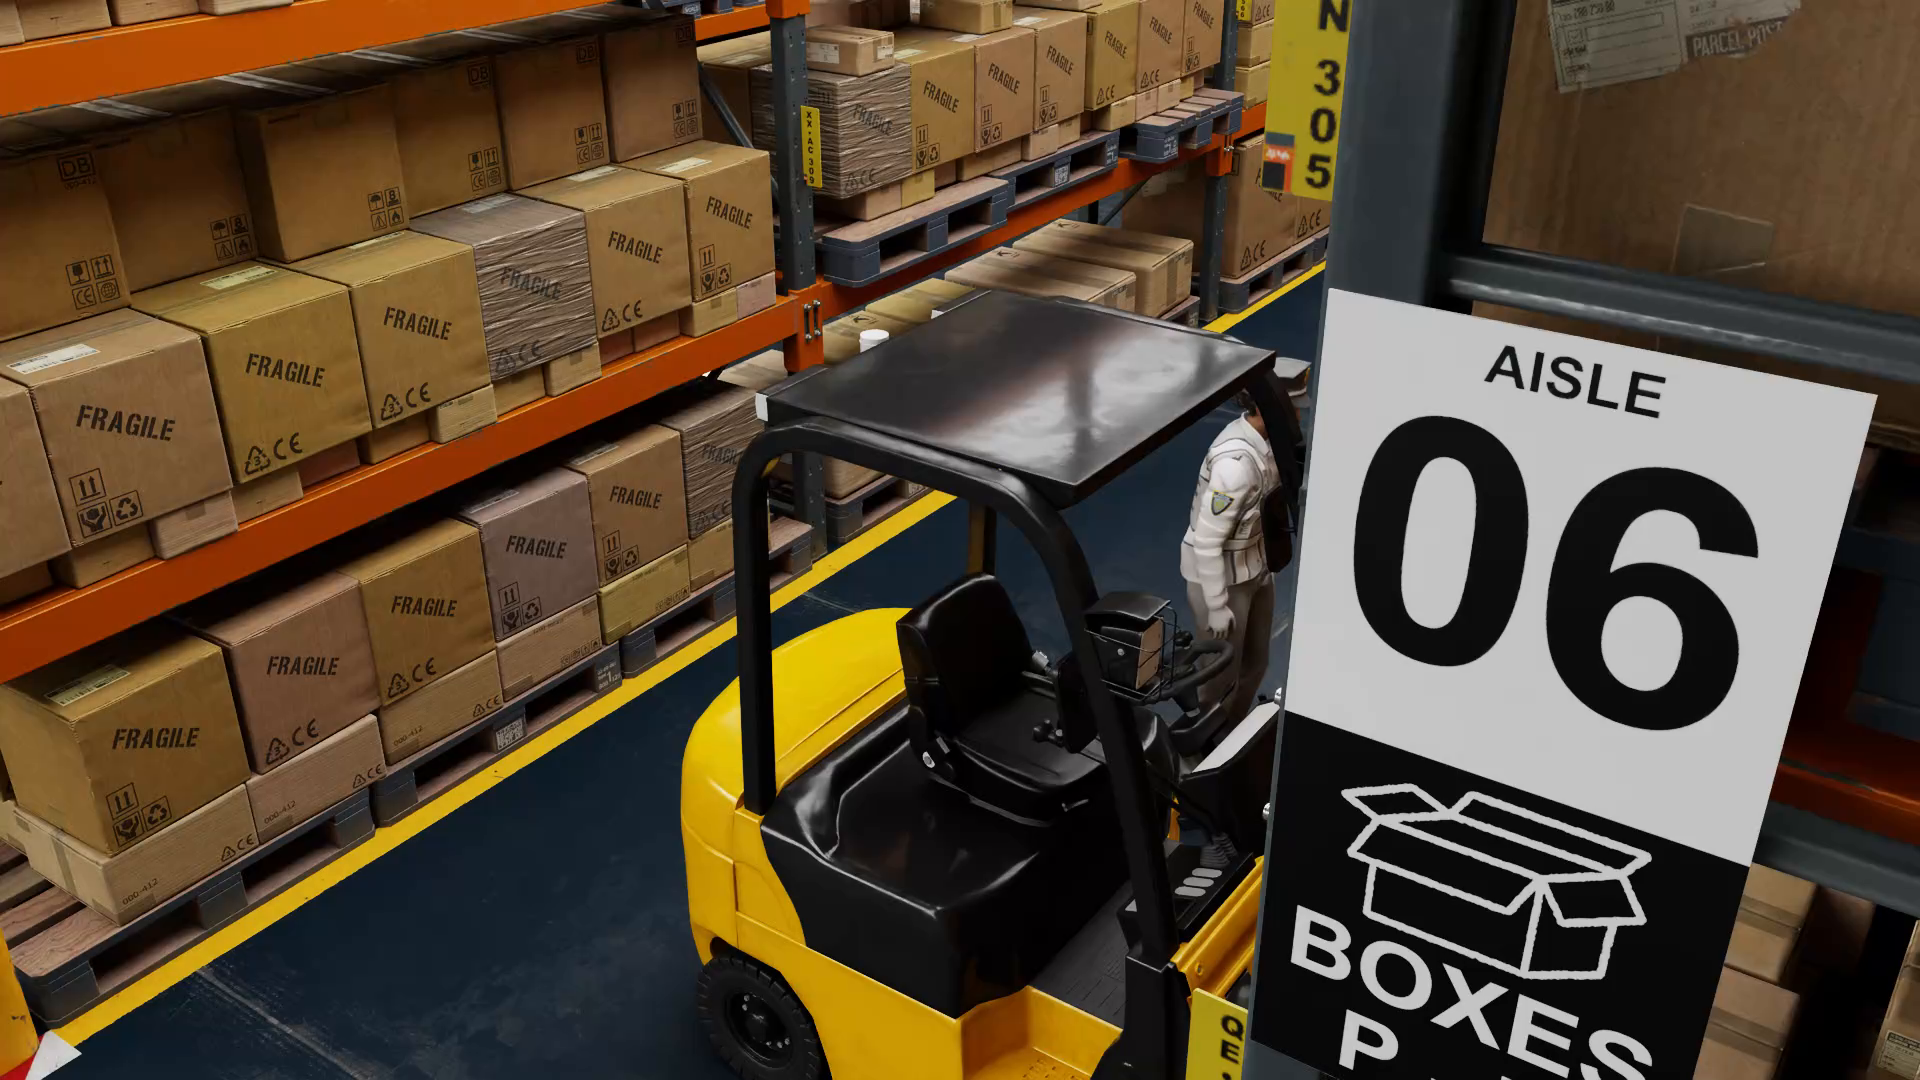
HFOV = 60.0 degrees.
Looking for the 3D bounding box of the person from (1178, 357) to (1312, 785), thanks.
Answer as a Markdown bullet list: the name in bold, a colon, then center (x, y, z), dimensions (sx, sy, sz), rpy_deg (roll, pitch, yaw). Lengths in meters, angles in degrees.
- **person**: center (0.974, 0.146, 5.830), dimensions (0.373, 1.661, 0.536), rpy_deg (15, 31, 28)
